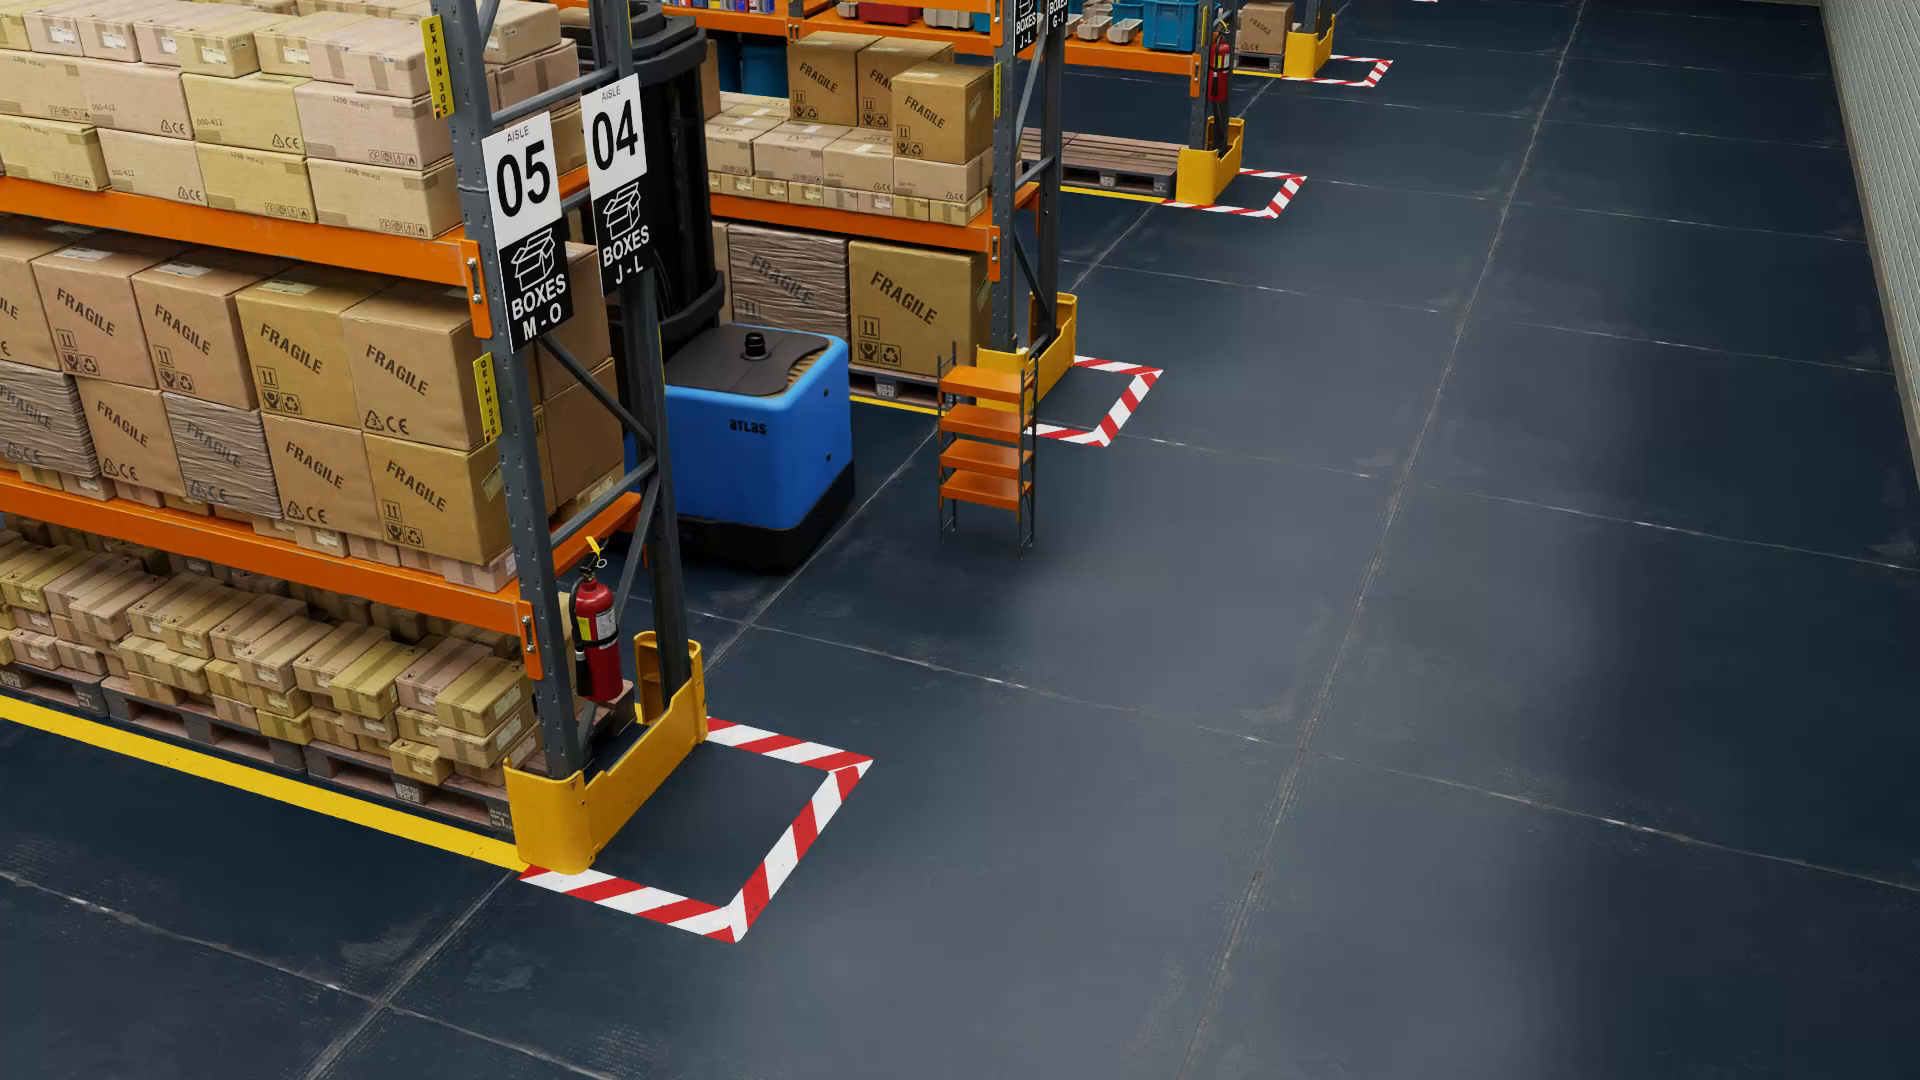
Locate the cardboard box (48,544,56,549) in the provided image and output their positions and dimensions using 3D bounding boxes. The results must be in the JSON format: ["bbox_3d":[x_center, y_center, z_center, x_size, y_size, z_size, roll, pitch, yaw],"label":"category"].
[{"bbox_3d":[-4.807,-0.029,8.921,0.250,0.149,0.380,12,32,20],"label":"cardboard box"}]

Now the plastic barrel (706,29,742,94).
[{"bbox_3d":[-2.552,-4.881,17.043,0.708,0.901,0.600,11,31,19],"label":"plastic barrel"}]

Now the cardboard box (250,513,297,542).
[{"bbox_3d":[-2.853,-0.155,7.231,0.250,0.149,0.380,10,31,17],"label":"cardboard box"}]

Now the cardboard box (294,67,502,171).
[{"bbox_3d":[-2.034,-1.559,6.055,0.500,0.250,0.500,10,31,18],"label":"cardboard box"}]

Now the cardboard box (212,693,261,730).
[{"bbox_3d":[-3.306,0.717,7.903,0.250,0.149,0.380,12,32,20],"label":"cardboard box"}]

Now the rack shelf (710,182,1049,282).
[{"bbox_3d":[-1.407,-2.431,11.733,4.000,0.370,1.077,11,31,19],"label":"rack shelf"}]

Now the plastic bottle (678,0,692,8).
[{"bbox_3d":[-2.690,-5.405,16.390,0.135,0.276,0.152,11,31,19],"label":"plastic bottle"}]

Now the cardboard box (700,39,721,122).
[{"bbox_3d":[-1.975,-3.111,11.293,0.500,0.500,0.500,10,31,18],"label":"cardboard box"}]

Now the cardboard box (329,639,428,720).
[{"bbox_3d":[-2.597,0.623,7.465,0.250,0.149,0.380,11,31,18],"label":"cardboard box"}]

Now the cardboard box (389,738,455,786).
[{"bbox_3d":[-2.354,0.923,7.538,0.250,0.149,0.380,12,32,21],"label":"cardboard box"}]

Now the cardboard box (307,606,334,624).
[{"bbox_3d":[-3.139,0.368,8.218,0.250,0.149,0.380,13,32,22],"label":"cardboard box"}]

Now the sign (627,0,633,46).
[{"bbox_3d":[-1.308,-2.065,6.418,0.005,0.325,0.100,11,31,19],"label":"sign"}]

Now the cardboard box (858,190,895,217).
[{"bbox_3d":[-0.482,-2.275,10.982,0.250,0.149,0.380,11,31,19],"label":"cardboard box"}]

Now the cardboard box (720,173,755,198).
[{"bbox_3d":[-1.424,-2.463,11.315,0.250,0.149,0.380,12,32,20],"label":"cardboard box"}]

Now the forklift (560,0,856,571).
[{"bbox_3d":[-2.210,-1.518,9.456,3.031,2.935,1.130,9,31,15],"label":"forklift"}]

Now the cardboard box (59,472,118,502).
[{"bbox_3d":[-3.840,-0.339,7.556,0.250,0.149,0.380,13,32,21],"label":"cardboard box"}]

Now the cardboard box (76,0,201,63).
[{"bbox_3d":[-3.105,-1.942,6.328,0.250,0.149,0.380,12,32,20],"label":"cardboard box"}]

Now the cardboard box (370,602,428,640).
[{"bbox_3d":[-2.617,0.307,8.025,0.250,0.149,0.380,10,31,17],"label":"cardboard box"}]

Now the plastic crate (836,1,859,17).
[{"bbox_3d":[-1.020,-5.132,15.989,0.243,0.136,0.396,11,31,19],"label":"plastic crate"}]

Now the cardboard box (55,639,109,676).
[{"bbox_3d":[-4.251,0.497,8.293,0.250,0.149,0.380,11,31,18],"label":"cardboard box"}]

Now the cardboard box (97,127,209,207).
[{"bbox_3d":[-2.963,-1.524,6.502,0.500,0.250,0.500,13,32,21],"label":"cardboard box"}]

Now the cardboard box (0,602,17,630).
[{"bbox_3d":[-4.735,0.276,8.381,0.250,0.149,0.380,12,31,19],"label":"cardboard box"}]

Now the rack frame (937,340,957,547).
[{"bbox_3d":[-0.073,-0.537,9.480,0.015,1.200,0.240,11,31,19],"label":"rack frame"}]

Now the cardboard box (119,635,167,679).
[{"bbox_3d":[-3.790,0.493,7.997,0.250,0.149,0.380,11,31,19],"label":"cardboard box"}]

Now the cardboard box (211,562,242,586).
[{"bbox_3d":[-3.555,0.083,8.421,0.250,0.149,0.380,10,31,17],"label":"cardboard box"}]

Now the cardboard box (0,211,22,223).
[{"bbox_3d":[-4.406,-1.196,7.398,0.500,0.500,0.500,10,31,18],"label":"cardboard box"}]

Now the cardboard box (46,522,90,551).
[{"bbox_3d":[-4.539,-0.096,8.737,0.250,0.149,0.380,12,32,20],"label":"cardboard box"}]

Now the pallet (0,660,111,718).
[{"bbox_3d":[-4.583,0.451,8.738,1.213,0.211,1.003,11,31,19],"label":"pallet"}]

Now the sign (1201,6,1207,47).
[{"bbox_3d":[2.117,-4.450,14.408,0.005,0.325,0.100,11,31,19],"label":"sign"}]

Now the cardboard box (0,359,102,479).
[{"bbox_3d":[-3.940,-0.640,7.430,0.500,0.500,0.500,11,31,18],"label":"cardboard box"}]

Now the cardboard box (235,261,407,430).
[{"bbox_3d":[-2.499,-0.805,6.705,0.500,0.500,0.500,10,31,17],"label":"cardboard box"}]

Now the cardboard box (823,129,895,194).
[{"bbox_3d":[-0.572,-2.501,10.977,0.500,0.250,0.500,11,31,18],"label":"cardboard box"}]

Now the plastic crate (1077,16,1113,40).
[{"bbox_3d":[1.222,-4.672,15.175,0.243,0.136,0.396,11,31,19],"label":"plastic crate"}]

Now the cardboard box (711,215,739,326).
[{"bbox_3d":[-1.844,-2.047,12.055,0.875,0.875,0.875,11,31,19],"label":"cardboard box"}]

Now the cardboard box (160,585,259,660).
[{"bbox_3d":[-3.539,0.387,7.883,0.250,0.149,0.380,11,31,19],"label":"cardboard box"}]

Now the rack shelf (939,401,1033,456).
[{"bbox_3d":[0.153,-0.628,9.324,0.480,0.148,0.258,11,31,19],"label":"rack shelf"}]

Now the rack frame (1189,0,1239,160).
[{"bbox_3d":[2.309,-4.632,14.897,0.127,3.000,1.000,11,31,19],"label":"rack frame"}]

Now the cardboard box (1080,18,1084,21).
[{"bbox_3d":[1.581,-6.257,20.203,0.250,0.166,0.380,11,31,19],"label":"cardboard box"}]

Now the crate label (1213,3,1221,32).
[{"bbox_3d":[2.204,-4.781,15.270,0.303,0.233,0.416,11,31,19],"label":"crate label"}]

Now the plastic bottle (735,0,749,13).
[{"bbox_3d":[-2.116,-5.269,16.142,0.133,0.283,0.061,11,31,19],"label":"plastic bottle"}]

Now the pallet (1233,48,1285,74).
[{"bbox_3d":[3.365,-5.837,19.863,1.213,0.211,1.003,11,31,19],"label":"pallet"}]

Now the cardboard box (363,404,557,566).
[{"bbox_3d":[-2.025,-0.270,6.775,0.500,0.500,0.500,12,32,20],"label":"cardboard box"}]

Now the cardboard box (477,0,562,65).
[{"bbox_3d":[-1.726,-1.927,6.301,0.250,0.149,0.380,11,31,19],"label":"cardboard box"}]

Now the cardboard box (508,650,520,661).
[{"bbox_3d":[-2.133,0.507,7.972,0.250,0.149,0.380,11,31,19],"label":"cardboard box"}]

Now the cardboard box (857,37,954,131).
[{"bbox_3d":[-0.360,-3.069,11.220,0.500,0.500,0.500,11,31,18],"label":"cardboard box"}]

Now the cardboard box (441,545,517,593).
[{"bbox_3d":[-1.920,0.047,6.874,0.250,0.149,0.380,11,31,19],"label":"cardboard box"}]

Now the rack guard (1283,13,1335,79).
[{"bbox_3d":[4.104,-5.816,19.532,0.348,0.500,1.175,11,31,19],"label":"rack guard"}]

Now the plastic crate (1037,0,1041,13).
[{"bbox_3d":[0.706,-5.081,15.799,0.300,0.233,0.416,11,31,19],"label":"plastic crate"}]

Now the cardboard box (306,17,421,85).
[{"bbox_3d":[-2.130,-1.771,6.026,0.250,0.149,0.380,12,32,20],"label":"cardboard box"}]

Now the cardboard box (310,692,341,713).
[{"bbox_3d":[-2.801,0.638,7.741,0.250,0.149,0.380,11,31,19],"label":"cardboard box"}]

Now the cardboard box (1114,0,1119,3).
[{"bbox_3d":[2.211,-6.390,20.096,0.637,0.503,0.797,11,31,19],"label":"cardboard box"}]

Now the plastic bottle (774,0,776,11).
[{"bbox_3d":[-1.855,-5.272,16.230,0.097,0.201,0.097,0,29,0],"label":"plastic bottle"}]

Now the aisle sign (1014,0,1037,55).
[{"bbox_3d":[0.400,-3.356,9.997,0.004,0.787,0.394,11,31,19],"label":"aisle sign"}]

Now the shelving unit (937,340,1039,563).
[{"bbox_3d":[0.153,-0.492,9.401,0.503,1.200,0.258,11,31,19],"label":"shelving unit"}]

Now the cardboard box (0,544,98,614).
[{"bbox_3d":[-4.491,0.189,8.234,0.250,0.149,0.380,11,31,18],"label":"cardboard box"}]

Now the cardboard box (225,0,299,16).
[{"bbox_3d":[-2.683,-2.110,6.626,0.250,0.149,0.380,12,32,21],"label":"cardboard box"}]

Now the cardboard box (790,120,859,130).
[{"bbox_3d":[-0.845,-2.838,11.573,0.500,0.250,0.500,10,31,17],"label":"cardboard box"}]

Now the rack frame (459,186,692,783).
[{"bbox_3d":[-1.512,-0.131,6.934,0.127,3.000,1.000,11,31,19],"label":"rack frame"}]
